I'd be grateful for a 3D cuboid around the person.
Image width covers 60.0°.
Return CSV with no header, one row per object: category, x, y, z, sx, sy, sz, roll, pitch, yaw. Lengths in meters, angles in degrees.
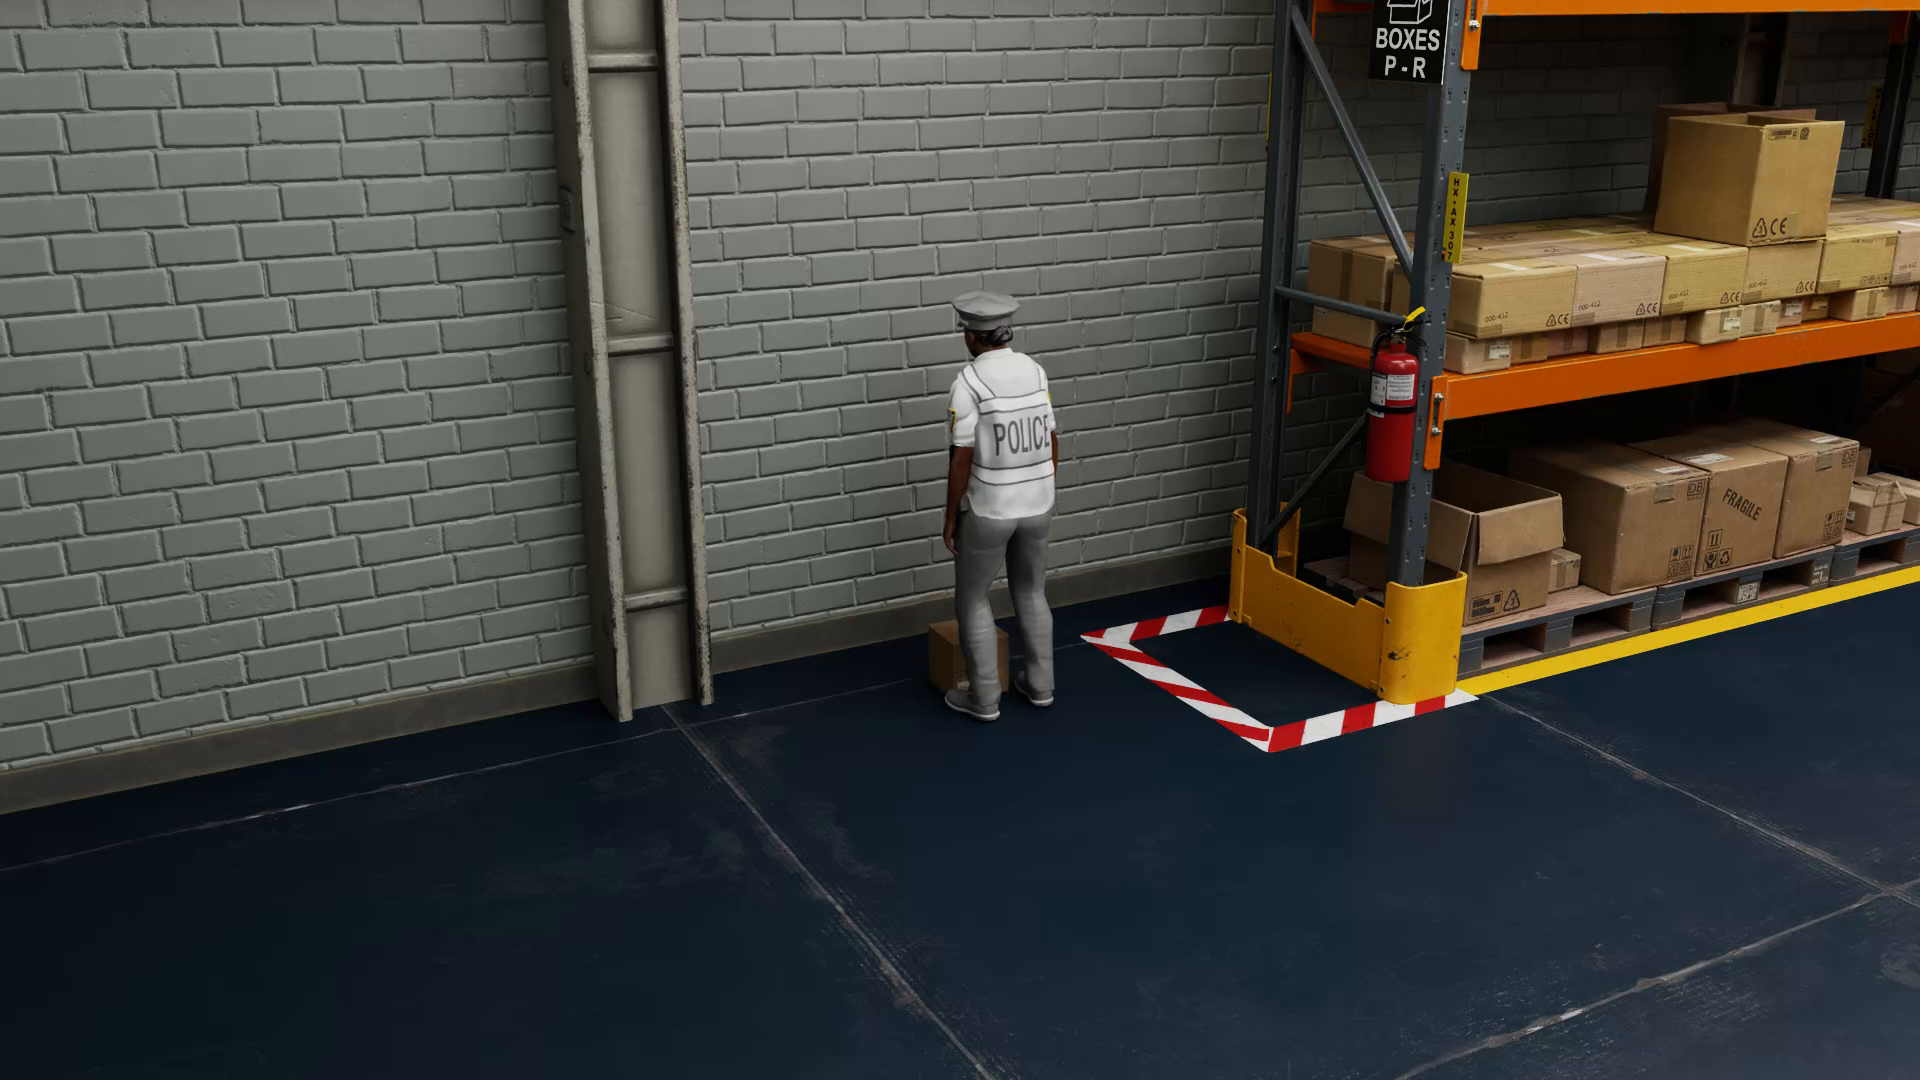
person,0.160,-0.117,6.412,0.521,1.657,0.395,-11,22,-30
